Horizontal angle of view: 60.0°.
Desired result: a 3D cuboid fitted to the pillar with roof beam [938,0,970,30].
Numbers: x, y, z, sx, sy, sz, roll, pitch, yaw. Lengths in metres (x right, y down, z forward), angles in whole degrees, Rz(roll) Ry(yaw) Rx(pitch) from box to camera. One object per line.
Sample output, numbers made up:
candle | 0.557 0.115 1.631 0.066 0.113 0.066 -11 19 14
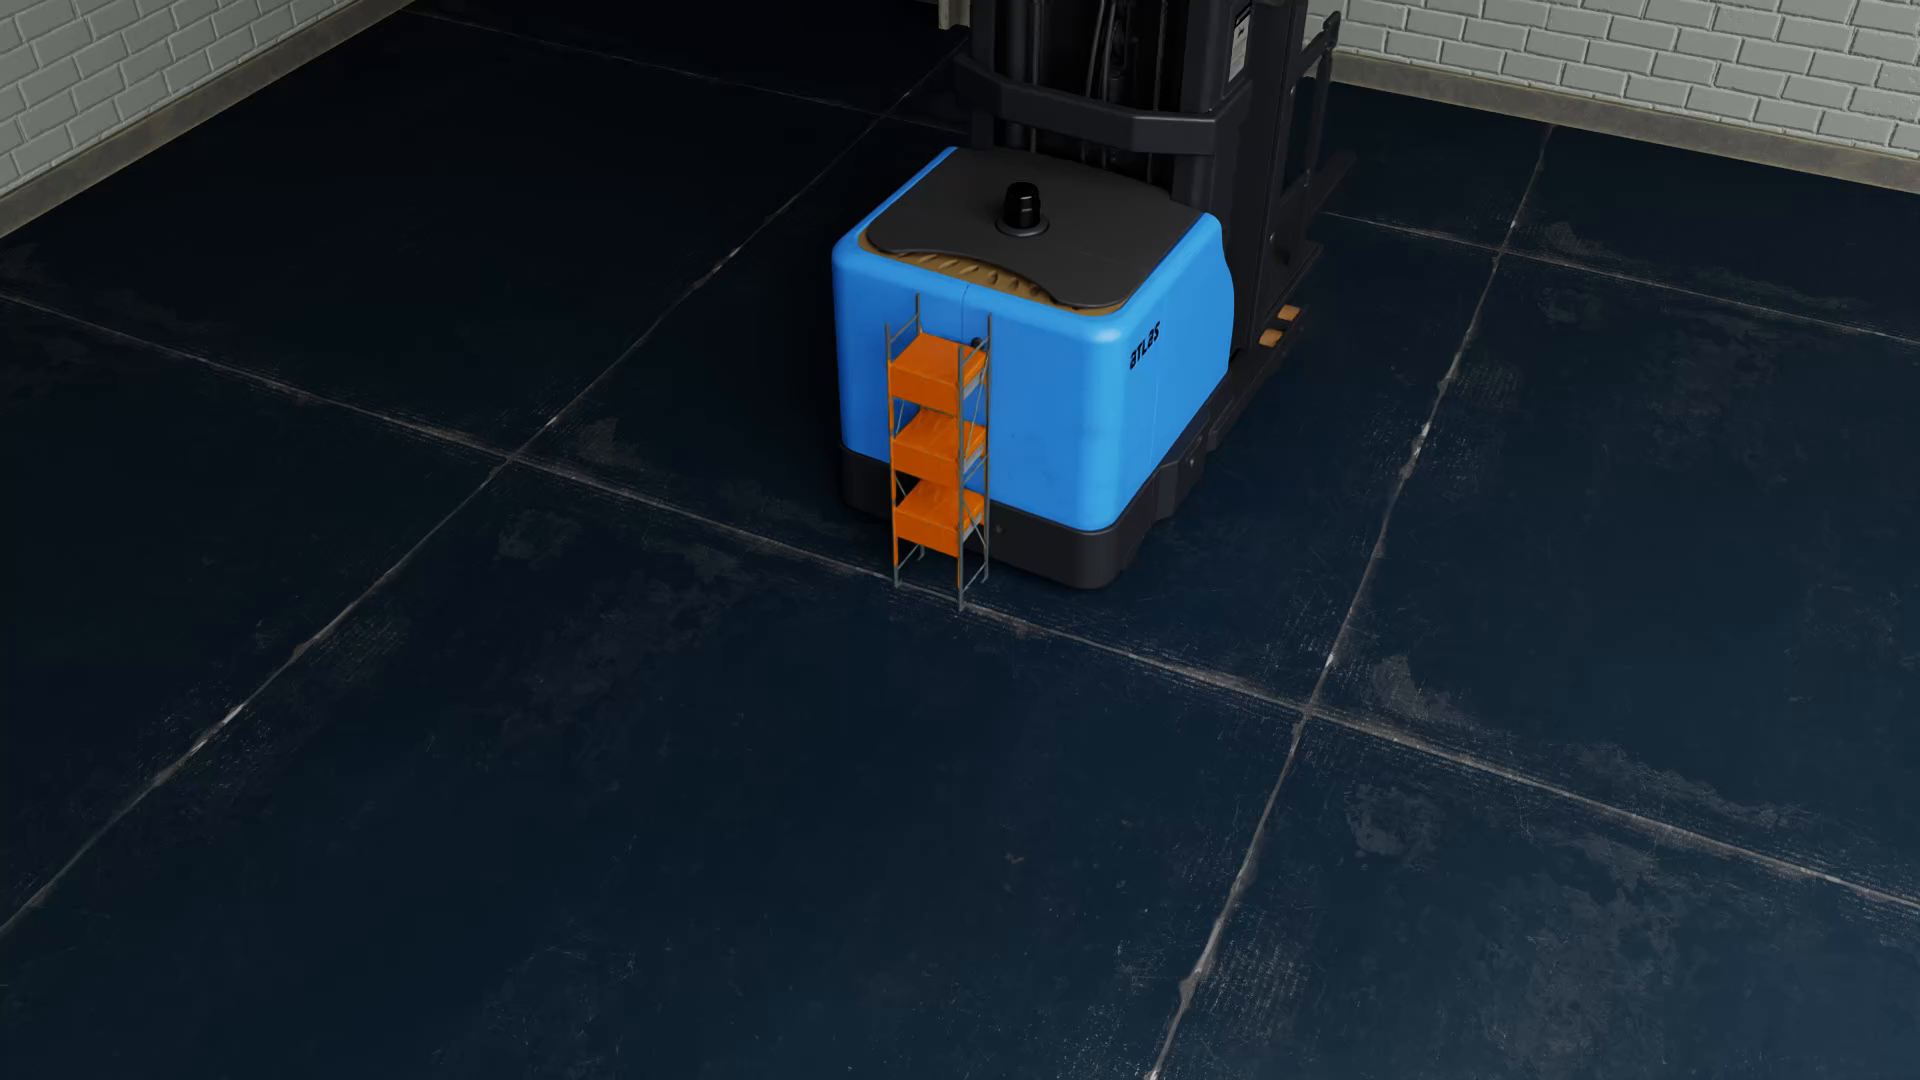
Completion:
pillar with roof beam | -1.694 -3.628 3.065 0.400 9.000 9.100 17 44 19

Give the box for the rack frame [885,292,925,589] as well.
rack frame | -0.170 -0.291 5.284 0.008 1.050 0.200 19 44 21

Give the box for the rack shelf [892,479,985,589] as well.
rack shelf | -0.063 -0.035 5.430 0.240 0.259 0.215 19 44 21

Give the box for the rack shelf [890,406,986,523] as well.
rack shelf | -0.063 -0.245 5.248 0.240 0.259 0.215 19 44 21

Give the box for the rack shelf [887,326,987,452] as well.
rack shelf | -0.063 -0.460 5.062 0.240 0.259 0.215 19 44 21

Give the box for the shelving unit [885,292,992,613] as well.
shelving unit | -0.063 -0.253 5.241 0.252 1.050 0.215 19 44 21

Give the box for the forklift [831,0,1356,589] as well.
forklift | 0.733 -1.900 5.704 1.130 2.935 3.031 20 45 21

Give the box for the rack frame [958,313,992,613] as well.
rack frame | 0.045 -0.216 5.197 0.008 1.050 0.200 19 44 21
